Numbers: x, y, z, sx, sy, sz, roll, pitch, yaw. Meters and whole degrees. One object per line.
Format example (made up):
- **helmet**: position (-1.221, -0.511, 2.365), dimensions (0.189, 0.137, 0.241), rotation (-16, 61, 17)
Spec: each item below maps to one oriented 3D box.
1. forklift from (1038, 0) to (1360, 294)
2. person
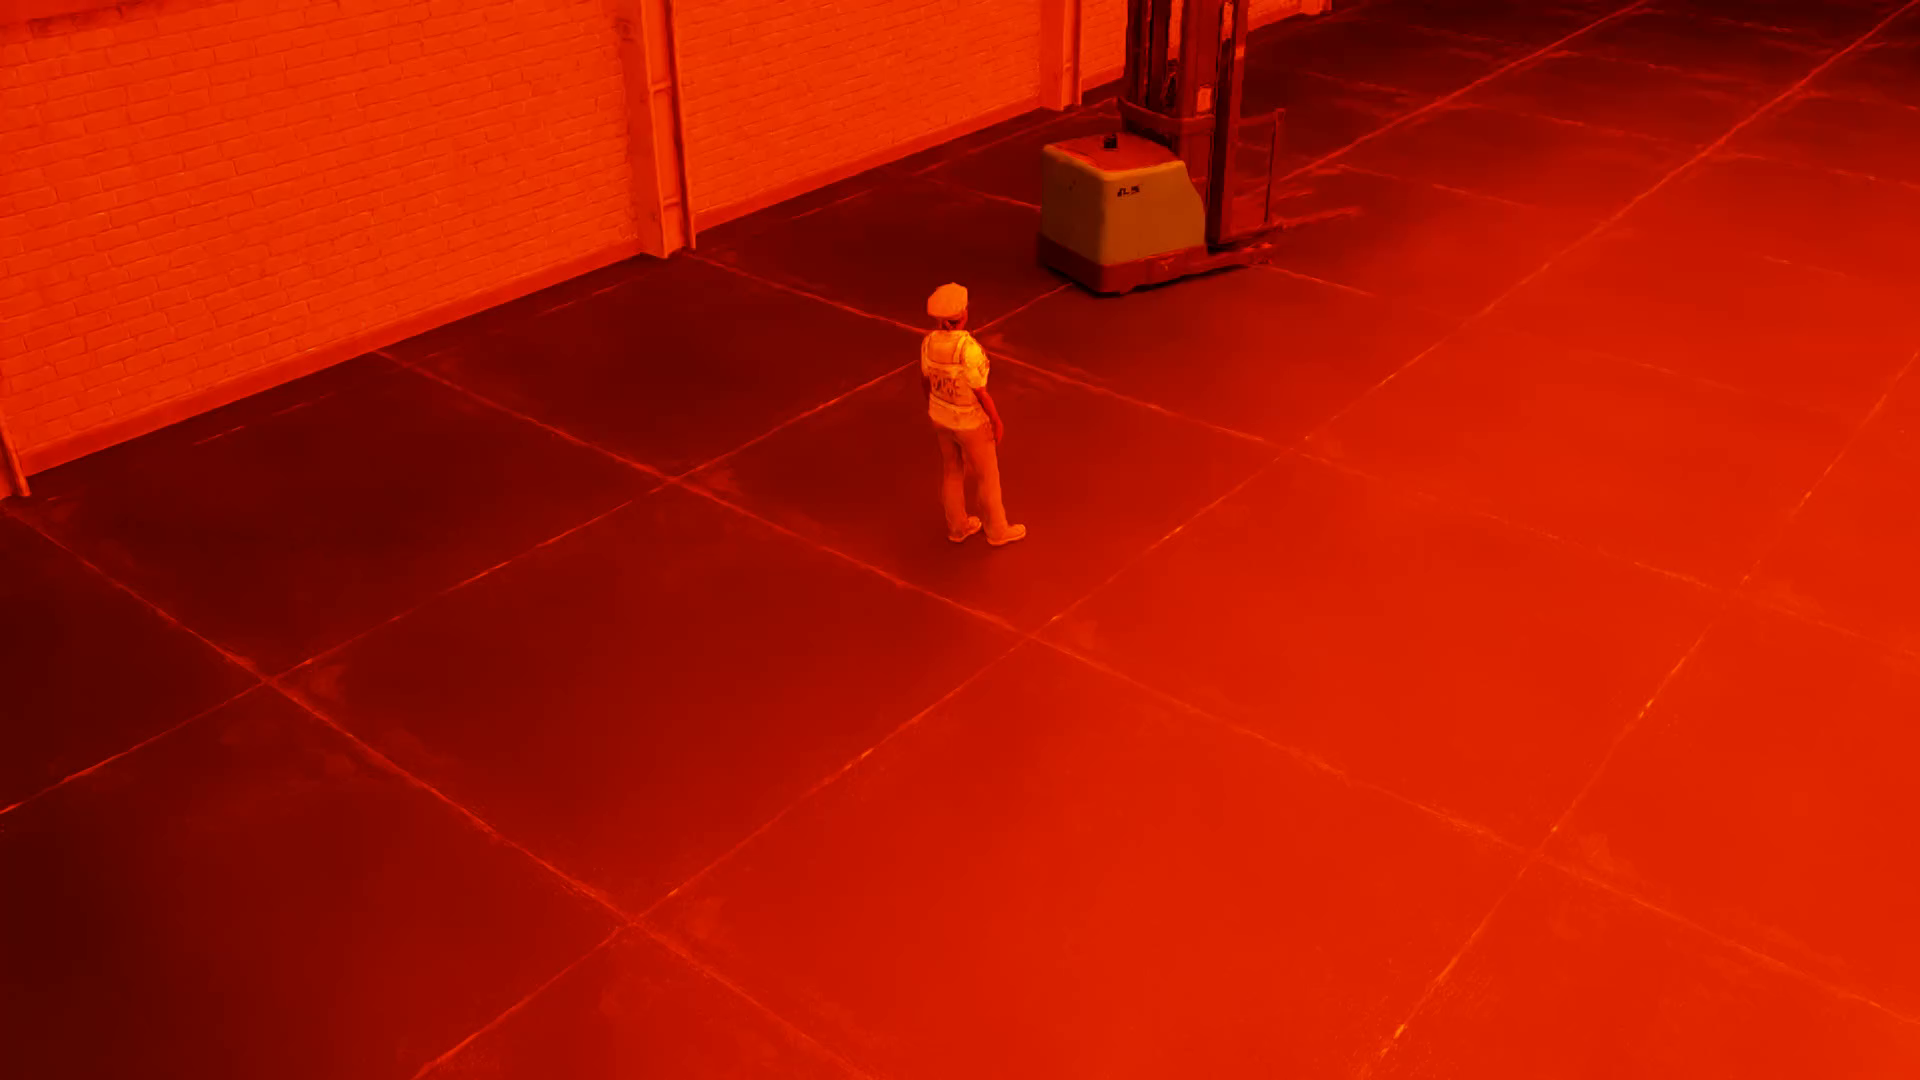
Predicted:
- **forklift**: position (2.210, -3.875, 14.227), dimensions (3.031, 2.935, 1.130), rotation (-17, 34, -26)
- **person**: position (0.062, -0.761, 10.108), dimensions (0.570, 1.695, 0.529), rotation (22, 37, 33)
